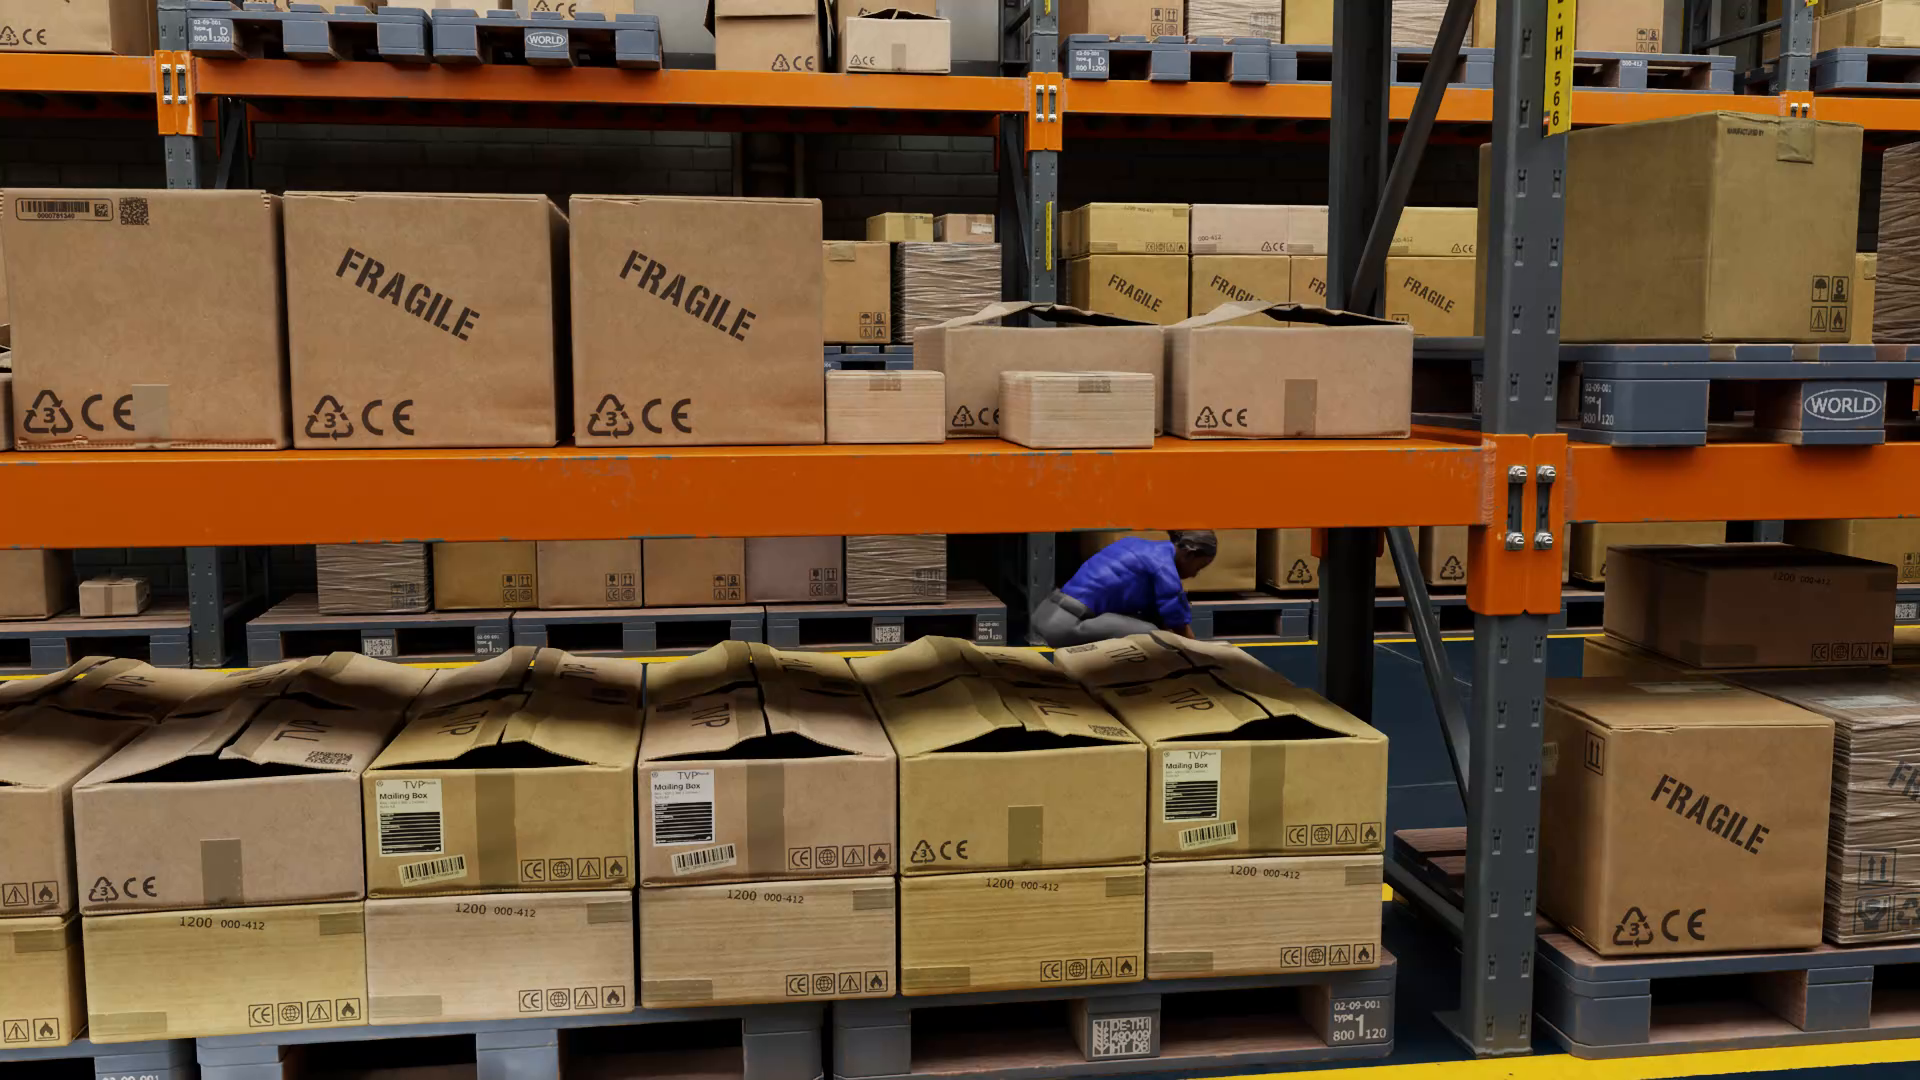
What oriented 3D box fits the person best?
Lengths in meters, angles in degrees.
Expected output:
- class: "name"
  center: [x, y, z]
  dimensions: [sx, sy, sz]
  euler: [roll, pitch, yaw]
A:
- class: "person"
  center: [0.705, 0.341, 6.945]
  dimensions: [0.823, 0.807, 0.479]
  euler: [-1, 7, -9]
